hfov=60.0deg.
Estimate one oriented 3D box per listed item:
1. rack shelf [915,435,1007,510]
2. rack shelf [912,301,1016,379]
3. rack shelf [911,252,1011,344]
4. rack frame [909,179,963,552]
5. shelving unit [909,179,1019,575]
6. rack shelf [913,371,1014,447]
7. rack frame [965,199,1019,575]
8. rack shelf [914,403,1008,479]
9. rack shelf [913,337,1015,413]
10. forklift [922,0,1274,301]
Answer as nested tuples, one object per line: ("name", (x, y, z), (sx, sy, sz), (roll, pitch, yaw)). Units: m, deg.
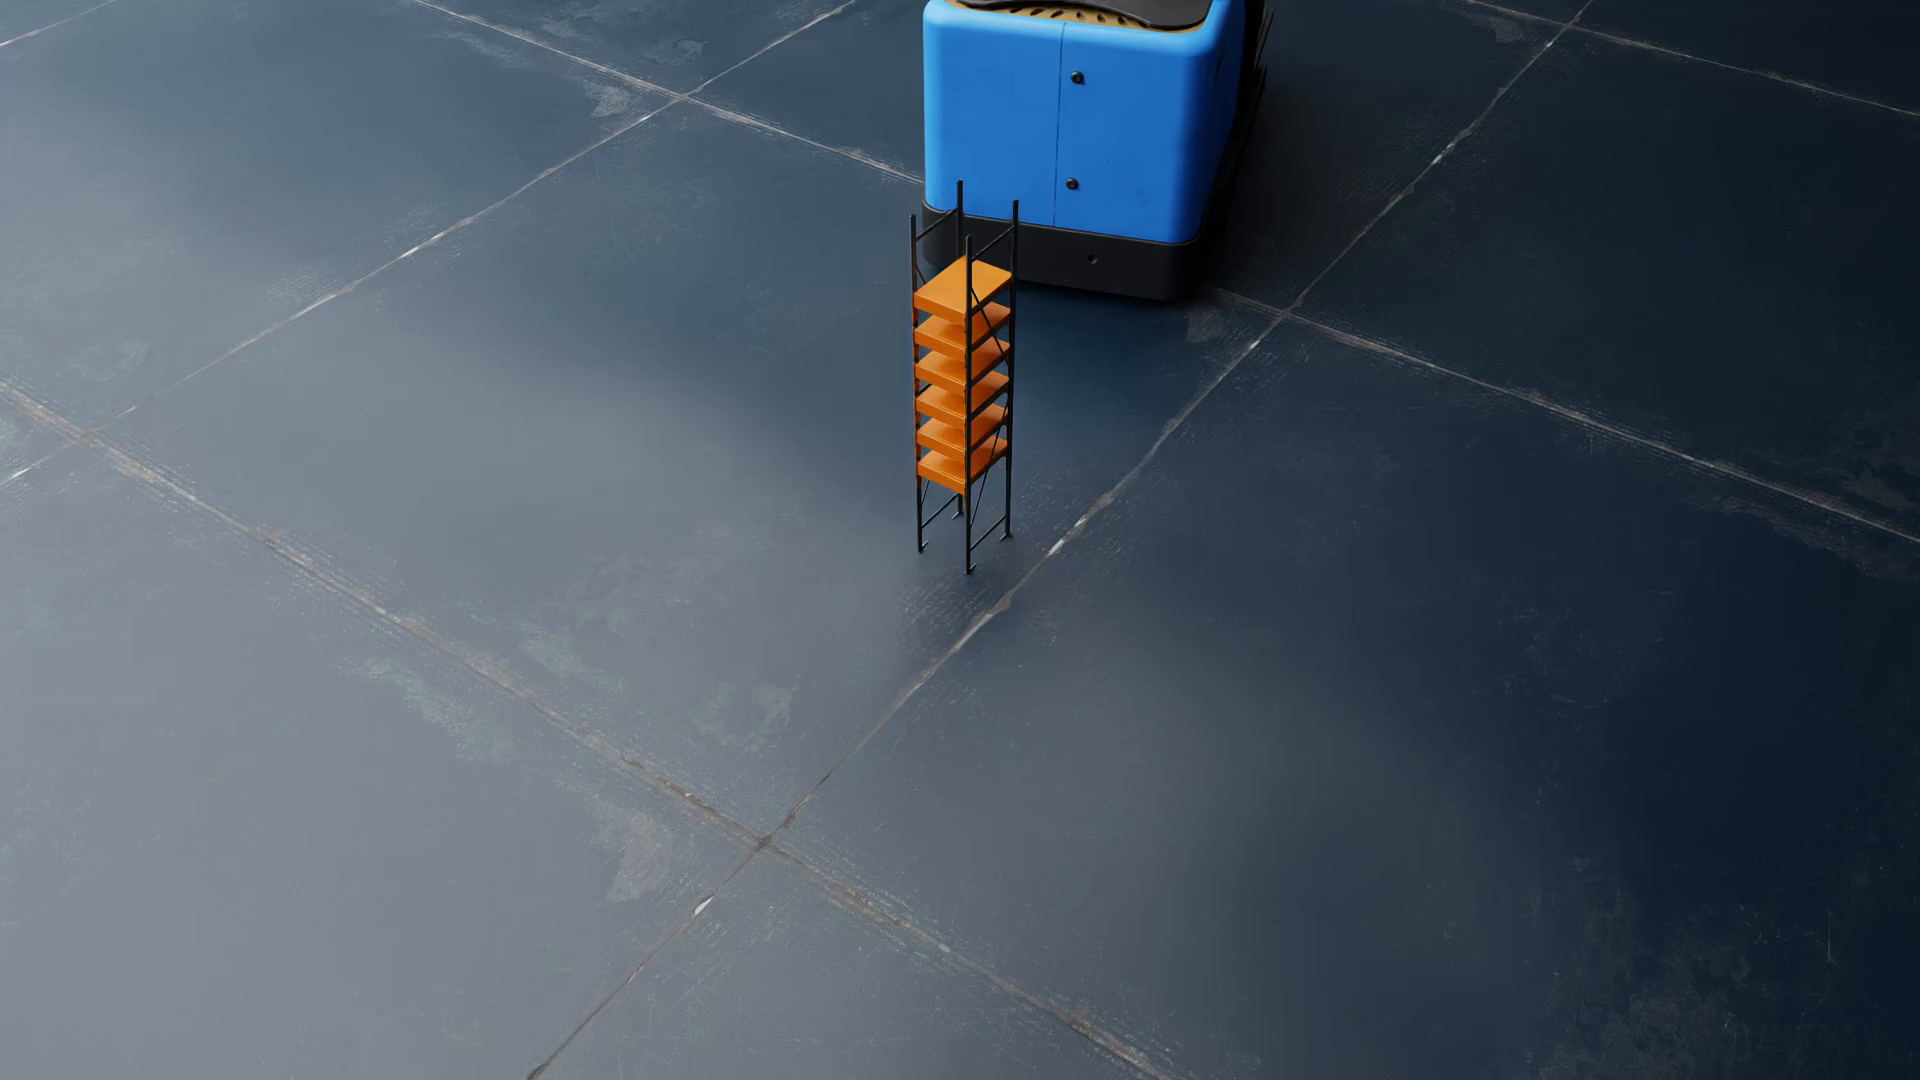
("rack shelf", (0.012, -0.230, 5.033), (0.180, 0.103, 0.258), (25, 48, 25))
("rack shelf", (0.012, -0.587, 4.713), (0.180, 0.103, 0.258), (25, 48, 25))
("rack shelf", (0.012, -0.677, 4.633), (0.180, 0.103, 0.258), (25, 48, 25))
("rack frame", (-0.063, -0.477, 4.883), (0.006, 1.200, 0.240), (25, 48, 25))
("shelving unit", (0.012, -0.442, 4.844), (0.189, 1.200, 0.258), (25, 48, 25))
("rack shelf", (0.012, -0.408, 4.873), (0.180, 0.103, 0.258), (25, 48, 25))
("rack frame", (0.087, -0.407, 4.805), (0.006, 1.200, 0.240), (25, 48, 25))
("rack shelf", (0.012, -0.319, 4.953), (0.180, 0.103, 0.258), (25, 48, 25))
("rack shelf", (0.012, -0.498, 4.793), (0.180, 0.103, 0.258), (25, 48, 25))
("forklift", (0.739, -2.966, 6.367), (1.130, 2.935, 3.031), (10, 43, 11))
